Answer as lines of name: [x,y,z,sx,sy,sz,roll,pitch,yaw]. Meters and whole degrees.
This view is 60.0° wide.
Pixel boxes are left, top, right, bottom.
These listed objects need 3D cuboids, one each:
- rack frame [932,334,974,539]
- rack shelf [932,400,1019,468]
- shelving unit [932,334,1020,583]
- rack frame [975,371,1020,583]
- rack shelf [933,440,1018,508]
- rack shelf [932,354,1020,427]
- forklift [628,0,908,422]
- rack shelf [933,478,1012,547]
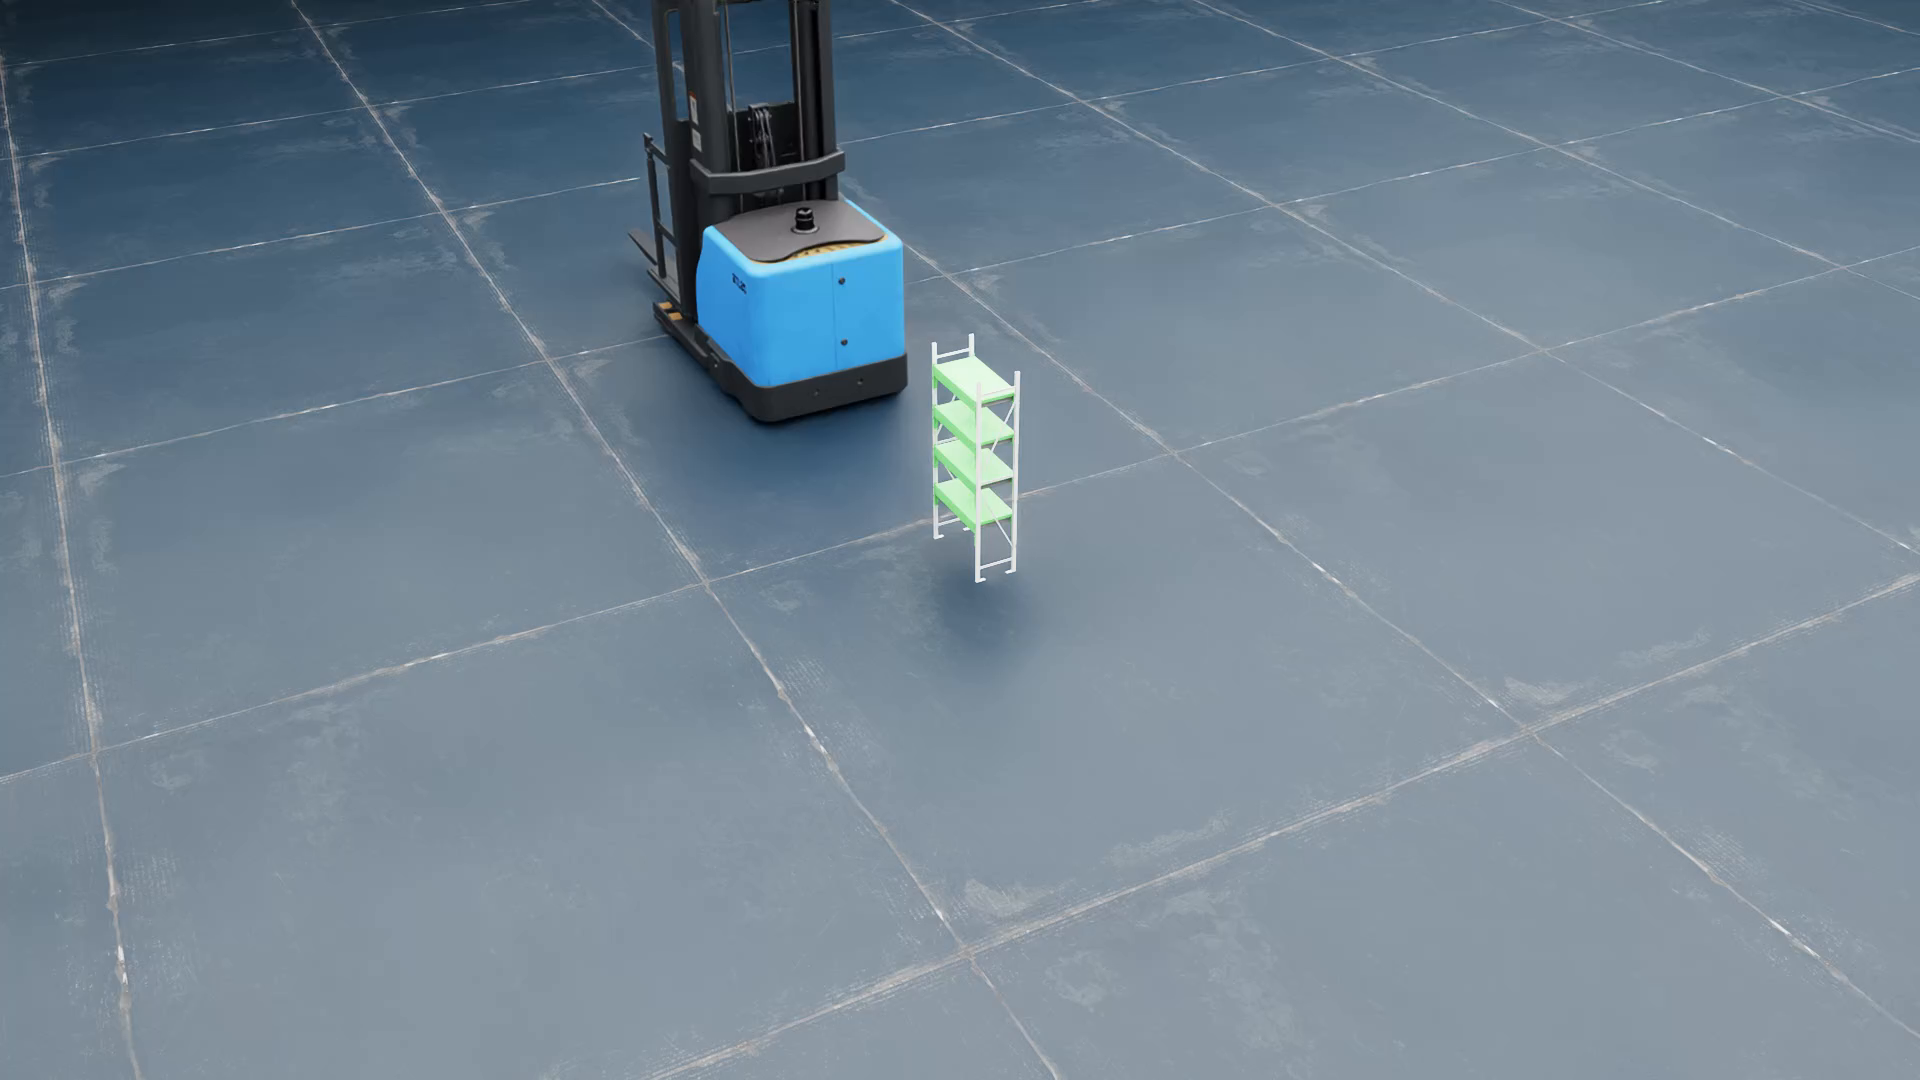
rack frame: [-0.037,-0.543,8.985,0.240,1.200,0.015,-16,36,-23]
rack shelf: [0.077,-0.574,8.708,0.258,0.148,0.480,-16,36,-23]
shelving unit: [0.077,-0.426,8.803,0.258,1.200,0.503,-16,36,-23]
rack frame: [0.191,-0.310,8.621,0.240,1.200,0.015,-16,36,-23]
rack shelf: [0.077,-0.372,8.837,0.258,0.148,0.480,-16,36,-23]
rack shelf: [0.077,-0.777,8.579,0.258,0.148,0.480,-16,36,-23]
forklift: [-1.475,-2.734,10.800,1.130,2.935,3.031,-16,36,-23]
rack shelf: [0.077,-0.170,8.967,0.258,0.148,0.480,-16,36,-23]
